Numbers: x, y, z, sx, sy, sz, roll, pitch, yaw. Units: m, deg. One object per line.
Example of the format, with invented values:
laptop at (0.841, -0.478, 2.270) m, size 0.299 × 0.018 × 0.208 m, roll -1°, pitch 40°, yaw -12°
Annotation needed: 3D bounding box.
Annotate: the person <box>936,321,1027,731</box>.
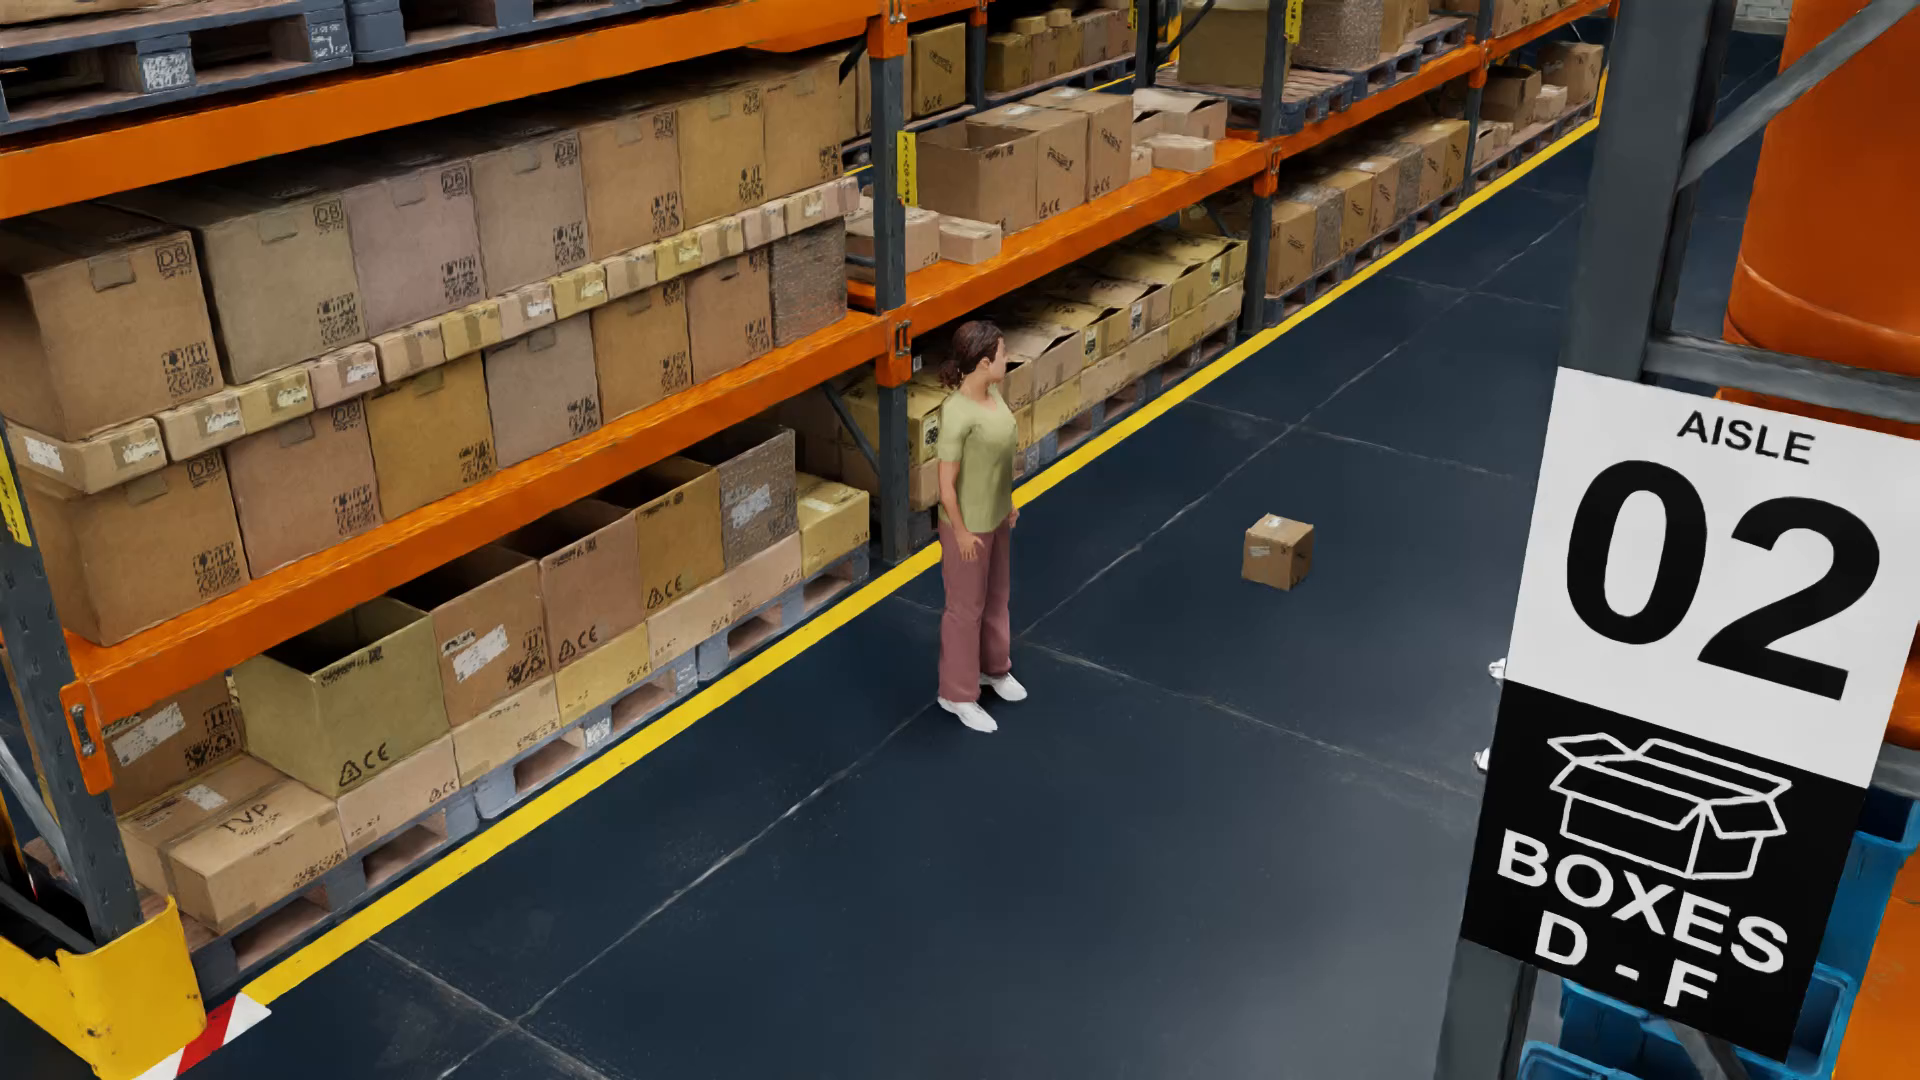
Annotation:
person at (0.105, -0.061, 6.737) m, size 0.362 × 1.708 × 0.484 m, roll 11°, pitch 29°, yaw 21°
